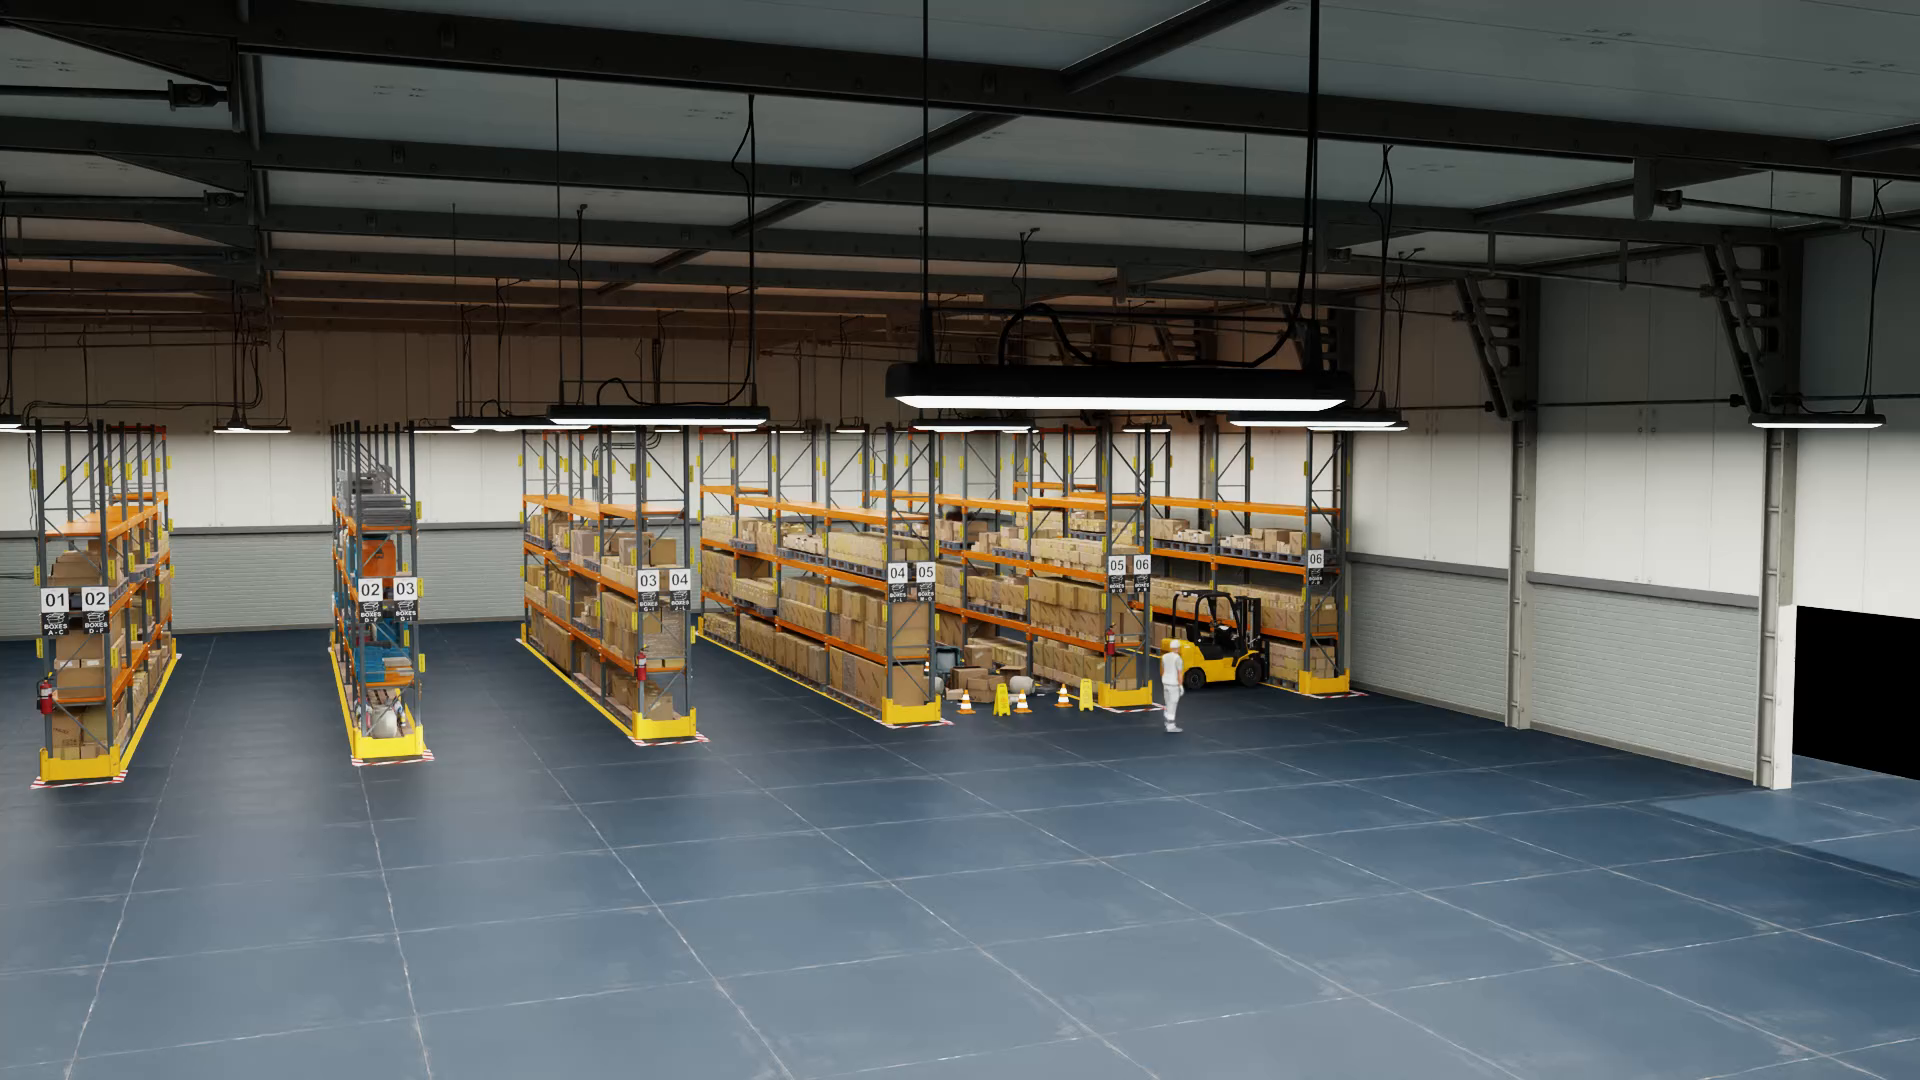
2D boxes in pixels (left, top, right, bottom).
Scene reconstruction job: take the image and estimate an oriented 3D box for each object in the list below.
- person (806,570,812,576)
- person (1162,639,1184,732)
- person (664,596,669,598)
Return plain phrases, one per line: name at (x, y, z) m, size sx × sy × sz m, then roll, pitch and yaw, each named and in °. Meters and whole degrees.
person at (-4.622, 1.701, 51.116) m, size 0.786 × 1.630 × 0.529 m, roll -2°, pitch 4°, yaw -30°
person at (4.151, 2.818, 32.173) m, size 0.438 × 1.801 × 0.597 m, roll -2°, pitch 4°, yaw -30°
person at (-8.364, 2.079, 46.301) m, size 0.563 × 1.567 × 0.494 m, roll 1°, pitch 4°, yaw 15°
